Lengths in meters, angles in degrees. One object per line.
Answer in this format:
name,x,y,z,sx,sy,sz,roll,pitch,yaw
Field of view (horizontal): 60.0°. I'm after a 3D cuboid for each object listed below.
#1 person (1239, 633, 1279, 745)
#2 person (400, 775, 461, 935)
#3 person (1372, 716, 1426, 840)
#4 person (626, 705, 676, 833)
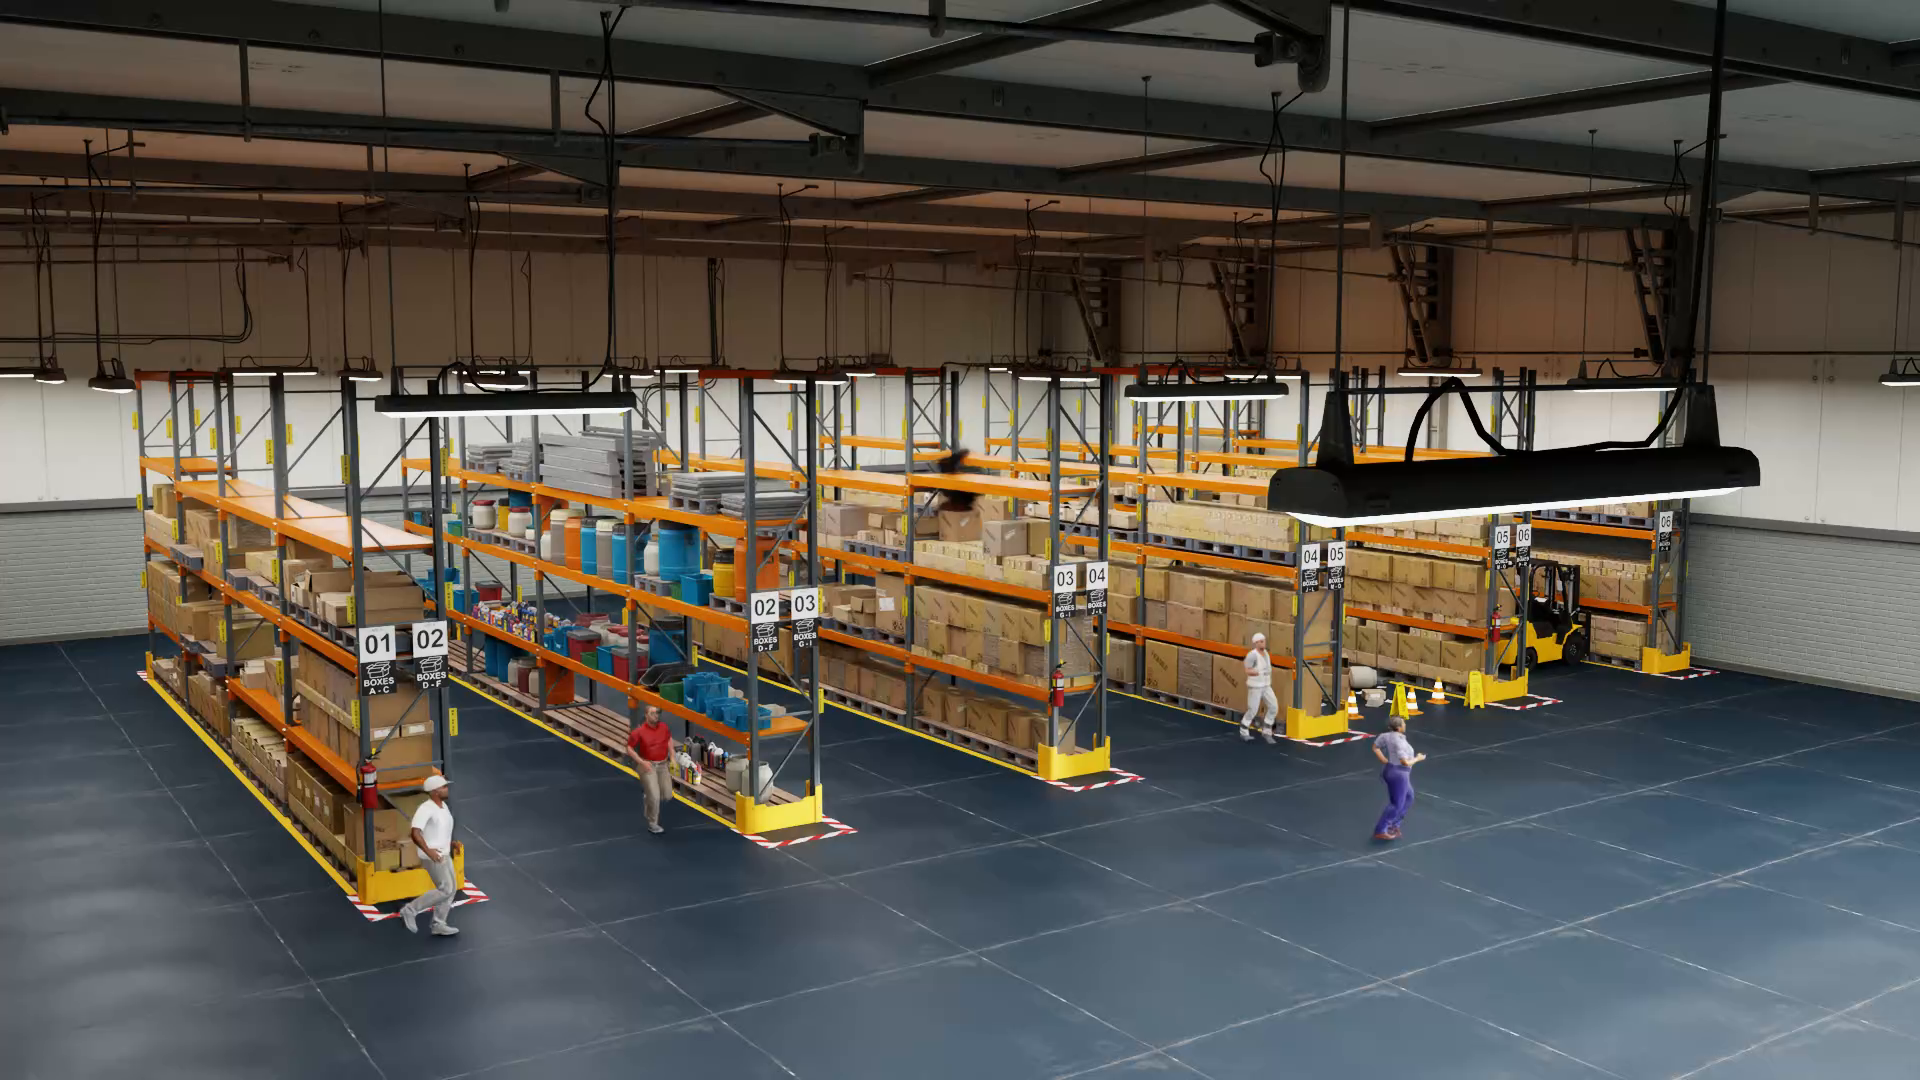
person,4.857,2.409,26.886,0.661,1.822,0.669,-5,8,-39
person,-5.776,3.431,18.216,0.600,1.714,0.744,0,6,-3
person,5.682,3.101,21.552,0.661,1.676,0.586,-1,6,-6
person,-4.103,3.007,22.059,0.710,1.672,0.631,-6,9,-43
